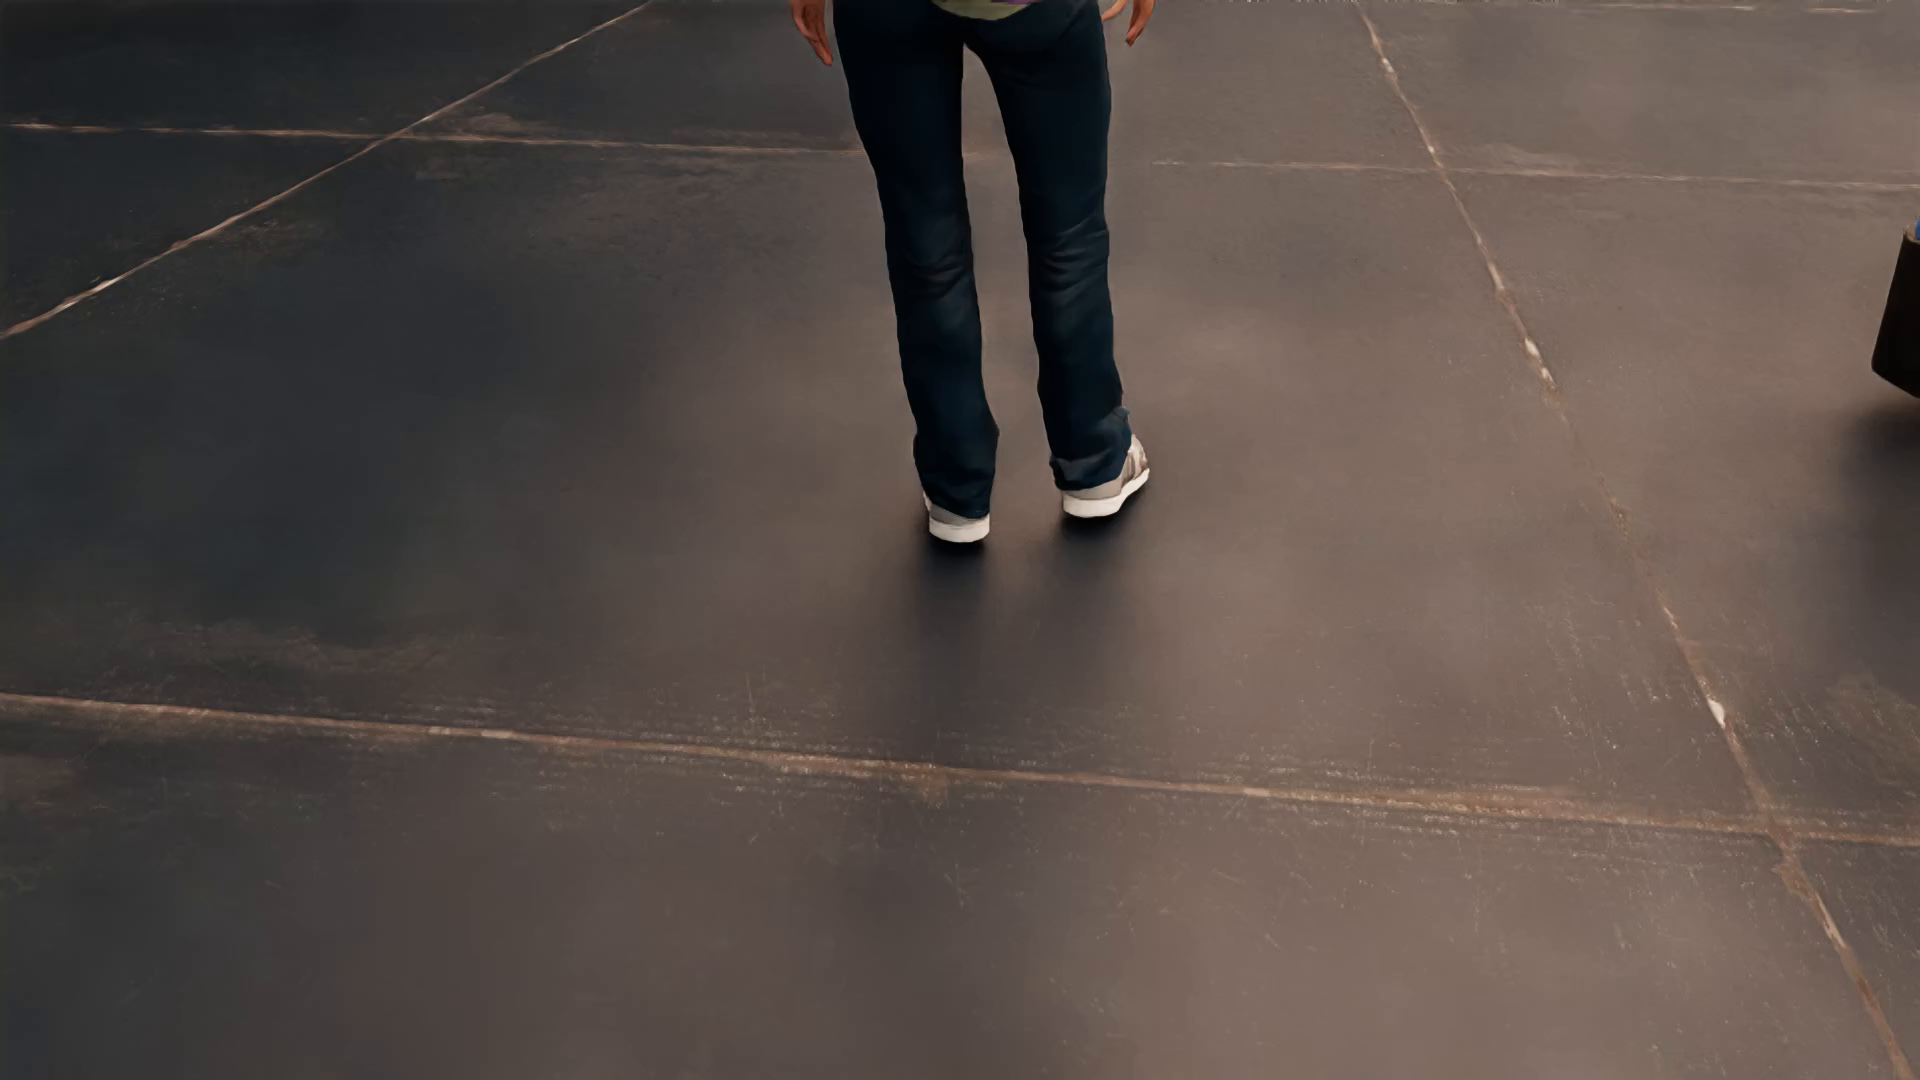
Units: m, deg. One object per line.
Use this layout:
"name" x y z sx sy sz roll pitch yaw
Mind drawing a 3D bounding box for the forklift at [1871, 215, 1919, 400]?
"forklift" 3.159 -1.411 2.045 3.031 2.935 1.130 -2 27 -5

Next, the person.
"person" 0.023 -0.753 2.204 0.520 1.597 0.474 3 27 7
